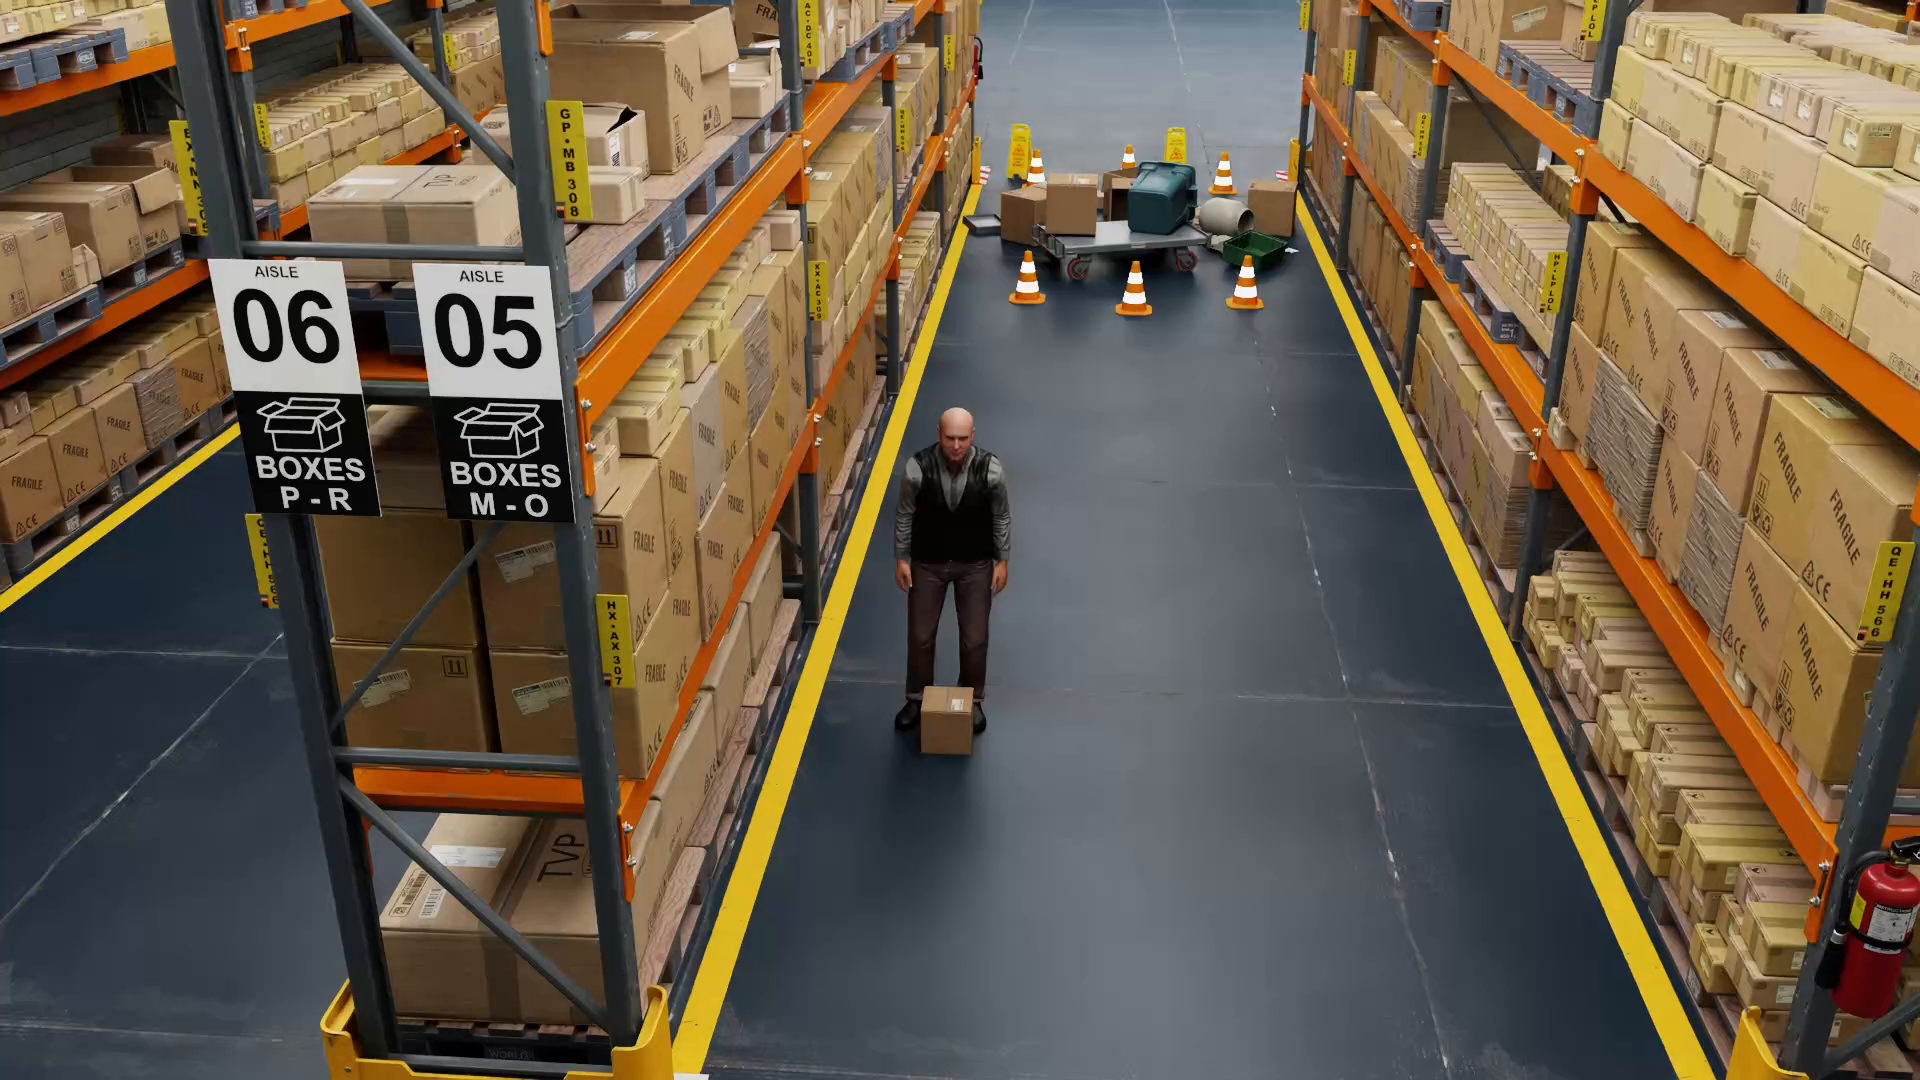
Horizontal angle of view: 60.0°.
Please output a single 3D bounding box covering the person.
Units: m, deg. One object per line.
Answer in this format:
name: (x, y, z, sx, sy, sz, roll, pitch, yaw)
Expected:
person: (-0.041, 0.125, 8.358, 0.591, 1.720, 0.418, 1, 24, 1)
